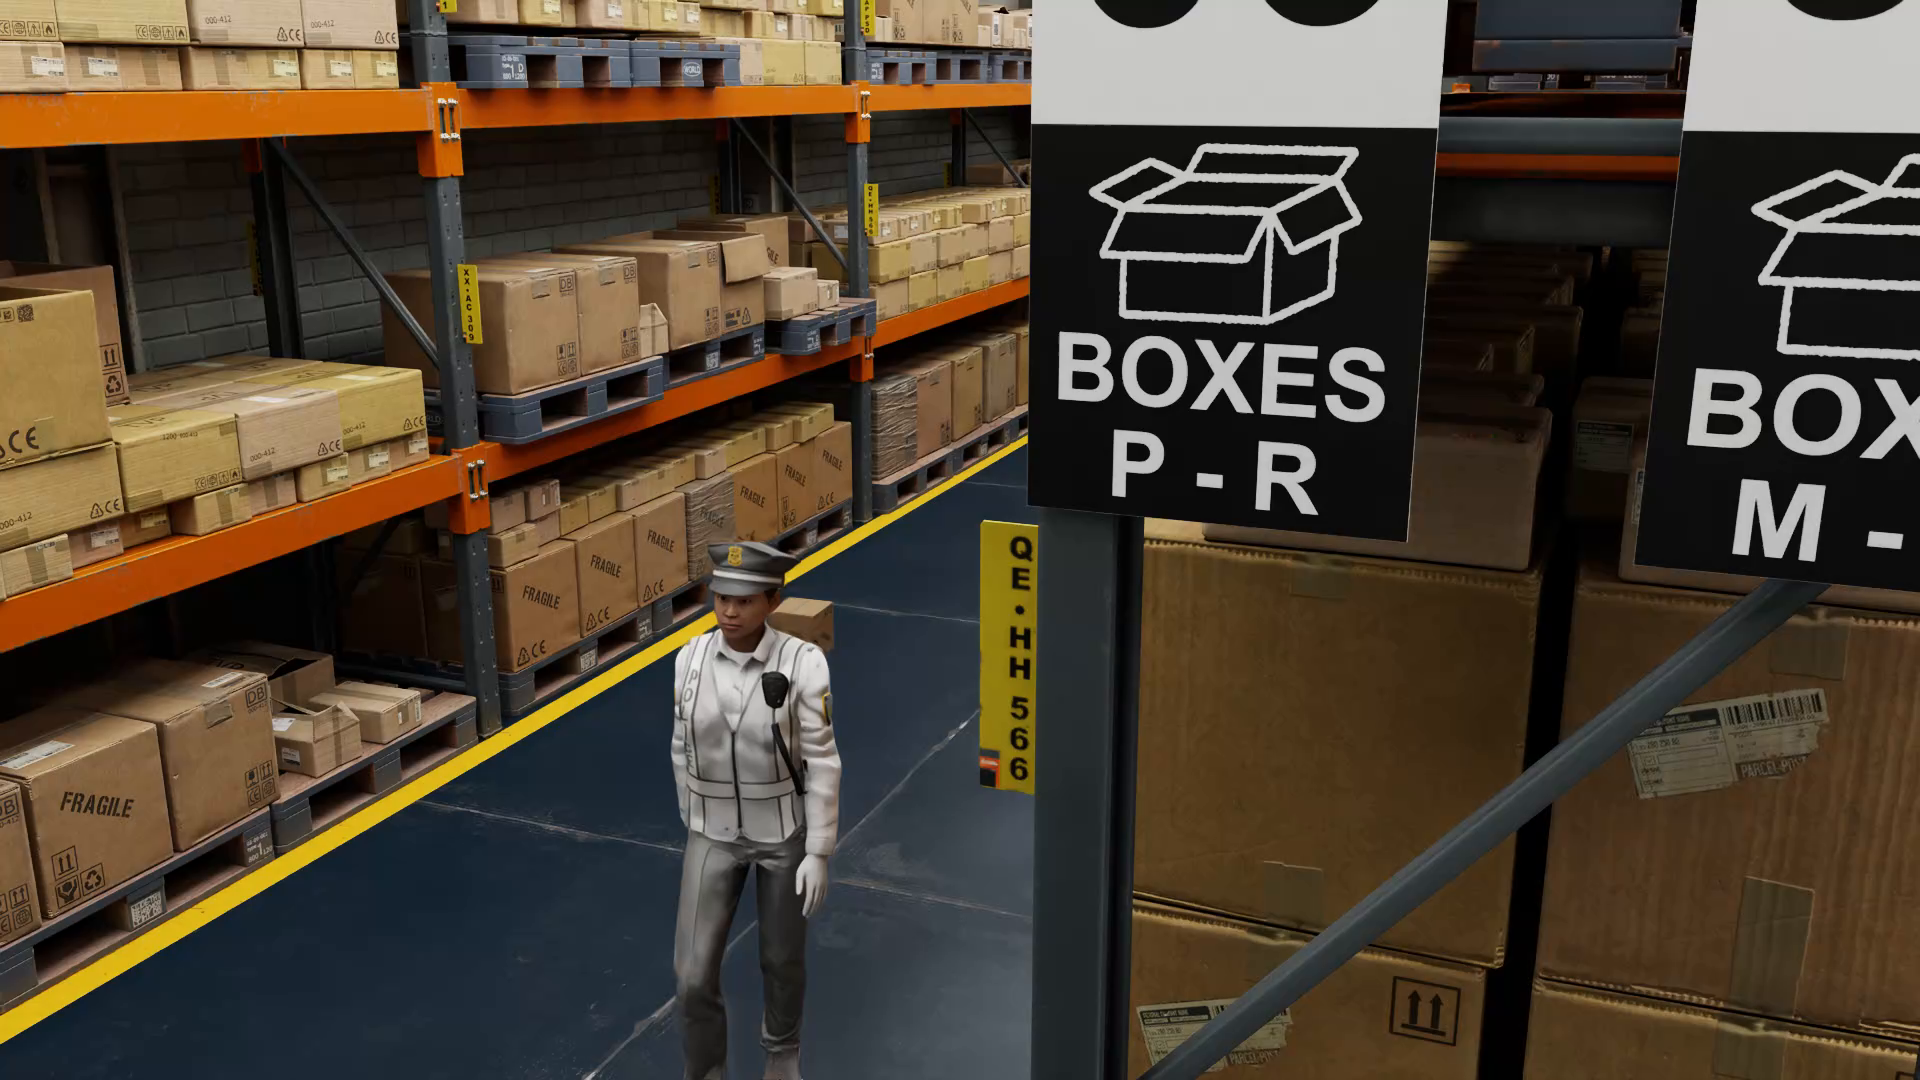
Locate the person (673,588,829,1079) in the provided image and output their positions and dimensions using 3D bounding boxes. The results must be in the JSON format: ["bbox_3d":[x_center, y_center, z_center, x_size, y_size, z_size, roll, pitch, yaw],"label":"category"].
[{"bbox_3d":[3.590,-0.248,7.399,7.954,2.202,7.570,2,16,7],"label":"person"}]
